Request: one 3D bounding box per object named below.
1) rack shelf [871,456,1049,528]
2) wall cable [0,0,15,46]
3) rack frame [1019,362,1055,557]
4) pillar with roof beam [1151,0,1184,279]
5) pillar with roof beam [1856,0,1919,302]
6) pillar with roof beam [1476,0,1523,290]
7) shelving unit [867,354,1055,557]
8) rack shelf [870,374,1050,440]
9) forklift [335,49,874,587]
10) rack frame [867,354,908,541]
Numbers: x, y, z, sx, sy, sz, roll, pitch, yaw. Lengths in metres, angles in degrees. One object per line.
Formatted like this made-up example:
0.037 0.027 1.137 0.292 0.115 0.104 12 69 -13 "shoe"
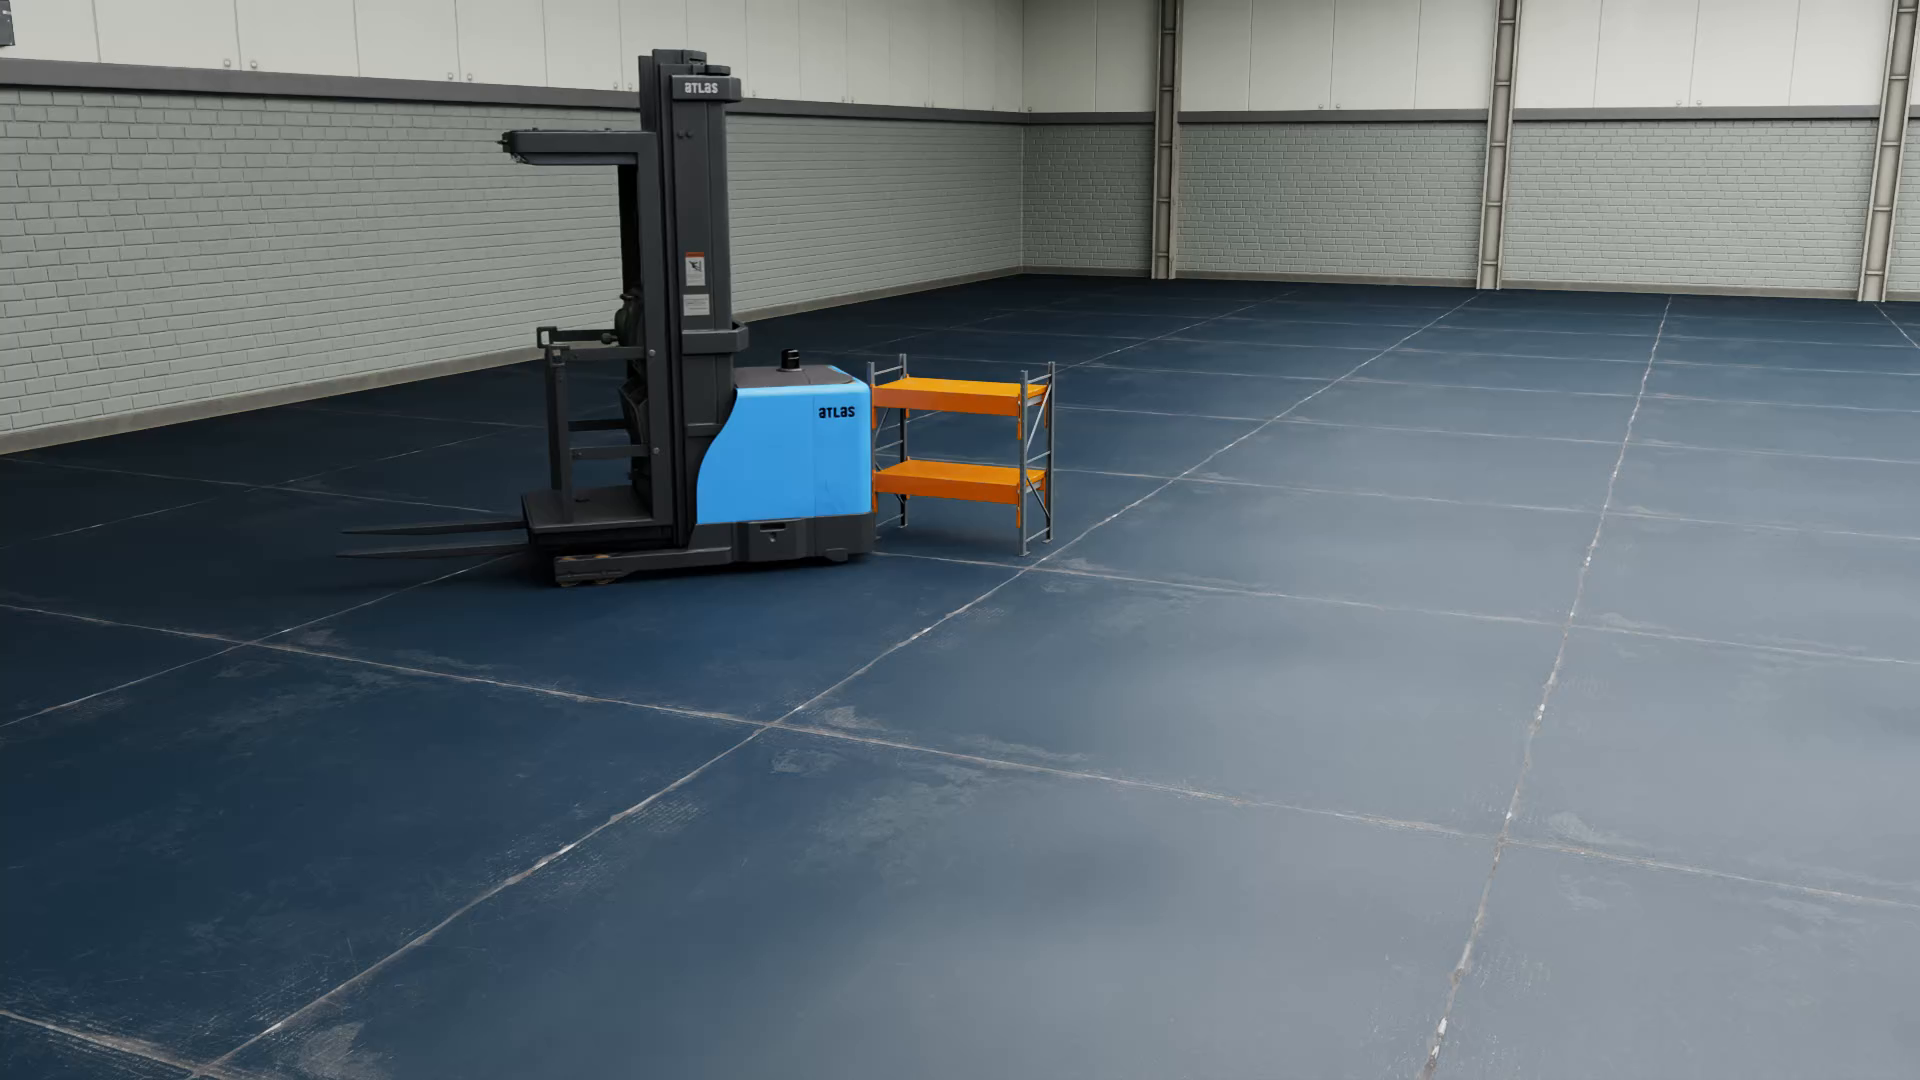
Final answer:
0.006 -0.309 10.424 1.000 0.278 0.538 6 14 23 "rack shelf"
-7.154 -7.009 13.225 0.169 6.003 2.305 6 14 23 "wall cable"
0.471 -0.500 10.167 0.032 1.125 0.500 6 14 23 "rack frame"
2.159 -8.503 27.037 0.400 9.000 9.100 6 14 23 "pillar with roof beam"
13.131 -7.393 22.305 0.400 9.000 9.100 6 14 23 "pillar with roof beam"
7.645 -7.948 24.671 0.400 9.000 9.100 6 14 23 "pillar with roof beam"
0.006 -0.547 10.368 1.048 1.125 0.538 6 14 23 "shelving unit"
0.006 -0.832 10.301 1.000 0.278 0.538 6 14 23 "rack shelf"
-2.089 -1.298 9.613 3.031 2.935 1.130 -4 14 -17 "forklift"
-0.459 -0.594 10.568 0.032 1.125 0.500 6 14 23 "rack frame"
